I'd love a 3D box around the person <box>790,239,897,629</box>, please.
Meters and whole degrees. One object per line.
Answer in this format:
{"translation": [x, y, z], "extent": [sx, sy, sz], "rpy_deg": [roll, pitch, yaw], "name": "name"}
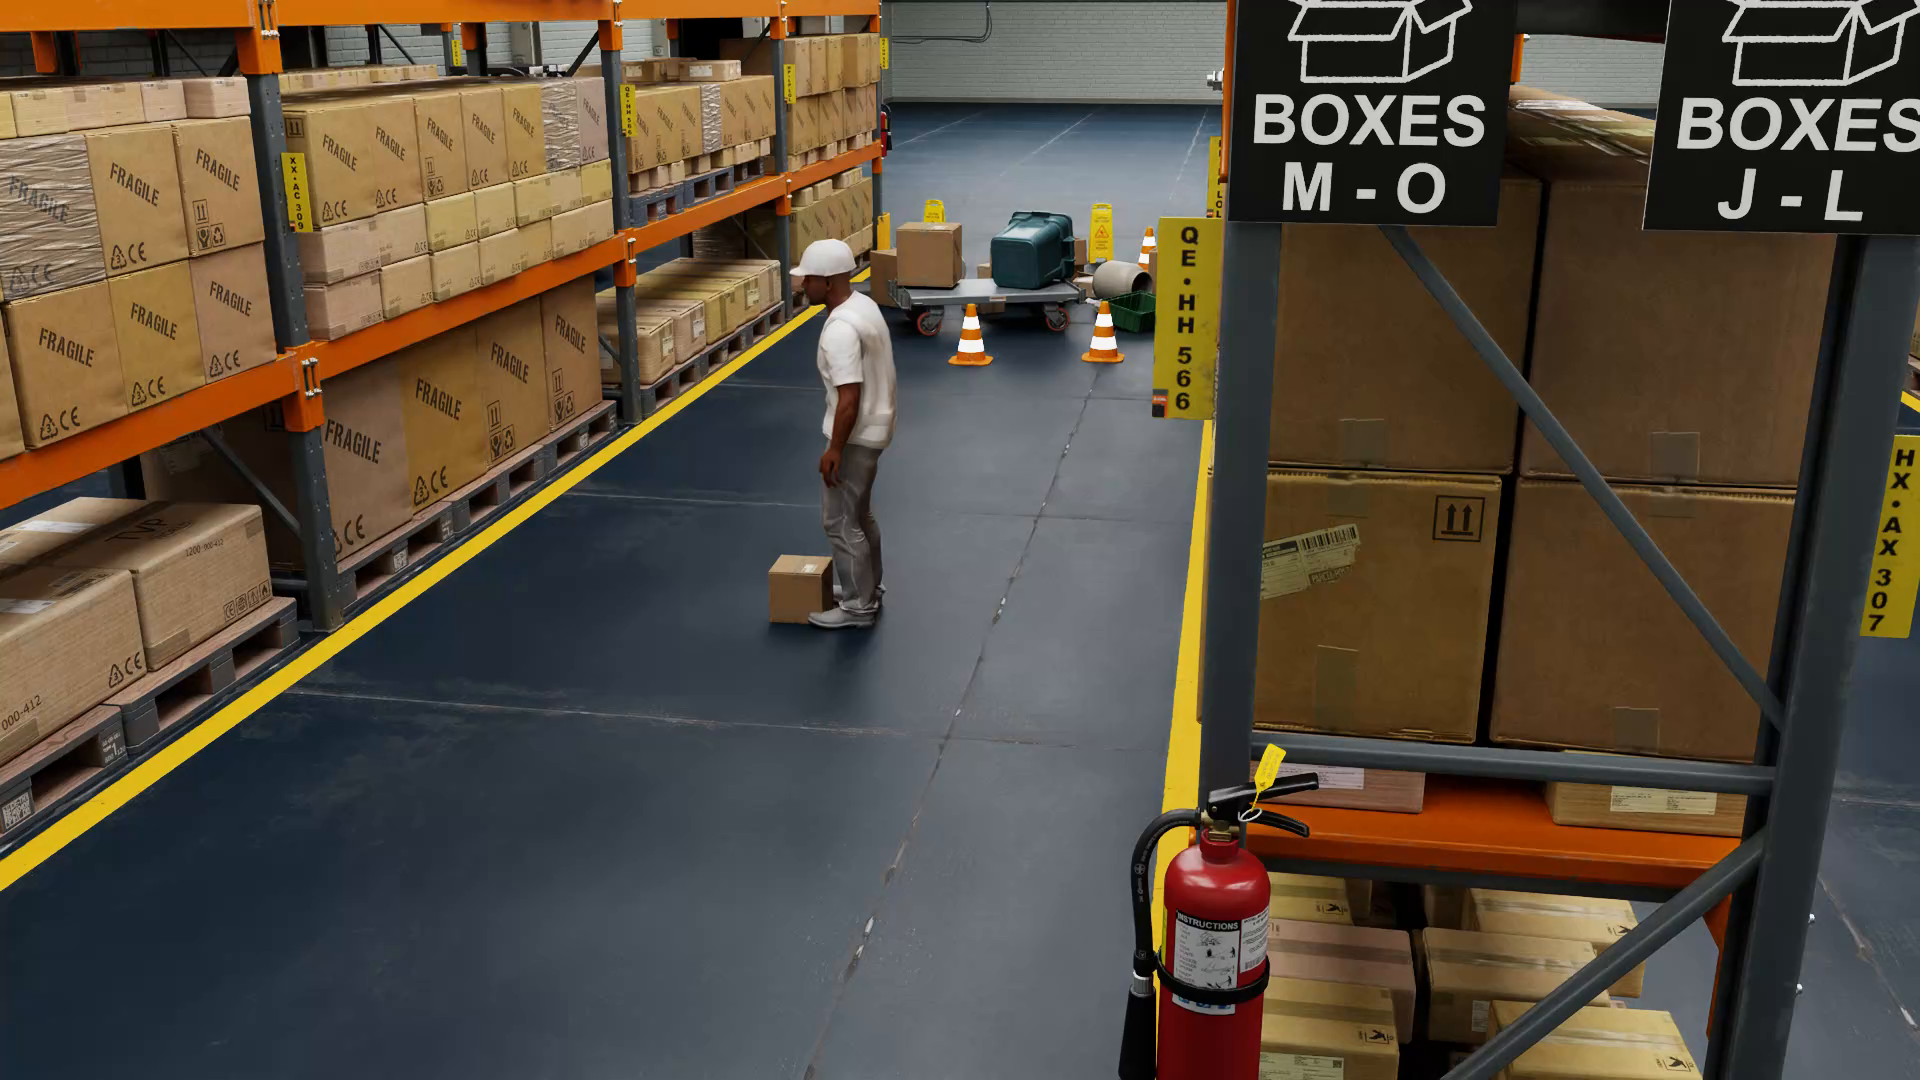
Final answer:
{"translation": [-0.514, -0.473, 7.505], "extent": [0.456, 1.756, 0.635], "rpy_deg": [2, 18, 6], "name": "person"}
